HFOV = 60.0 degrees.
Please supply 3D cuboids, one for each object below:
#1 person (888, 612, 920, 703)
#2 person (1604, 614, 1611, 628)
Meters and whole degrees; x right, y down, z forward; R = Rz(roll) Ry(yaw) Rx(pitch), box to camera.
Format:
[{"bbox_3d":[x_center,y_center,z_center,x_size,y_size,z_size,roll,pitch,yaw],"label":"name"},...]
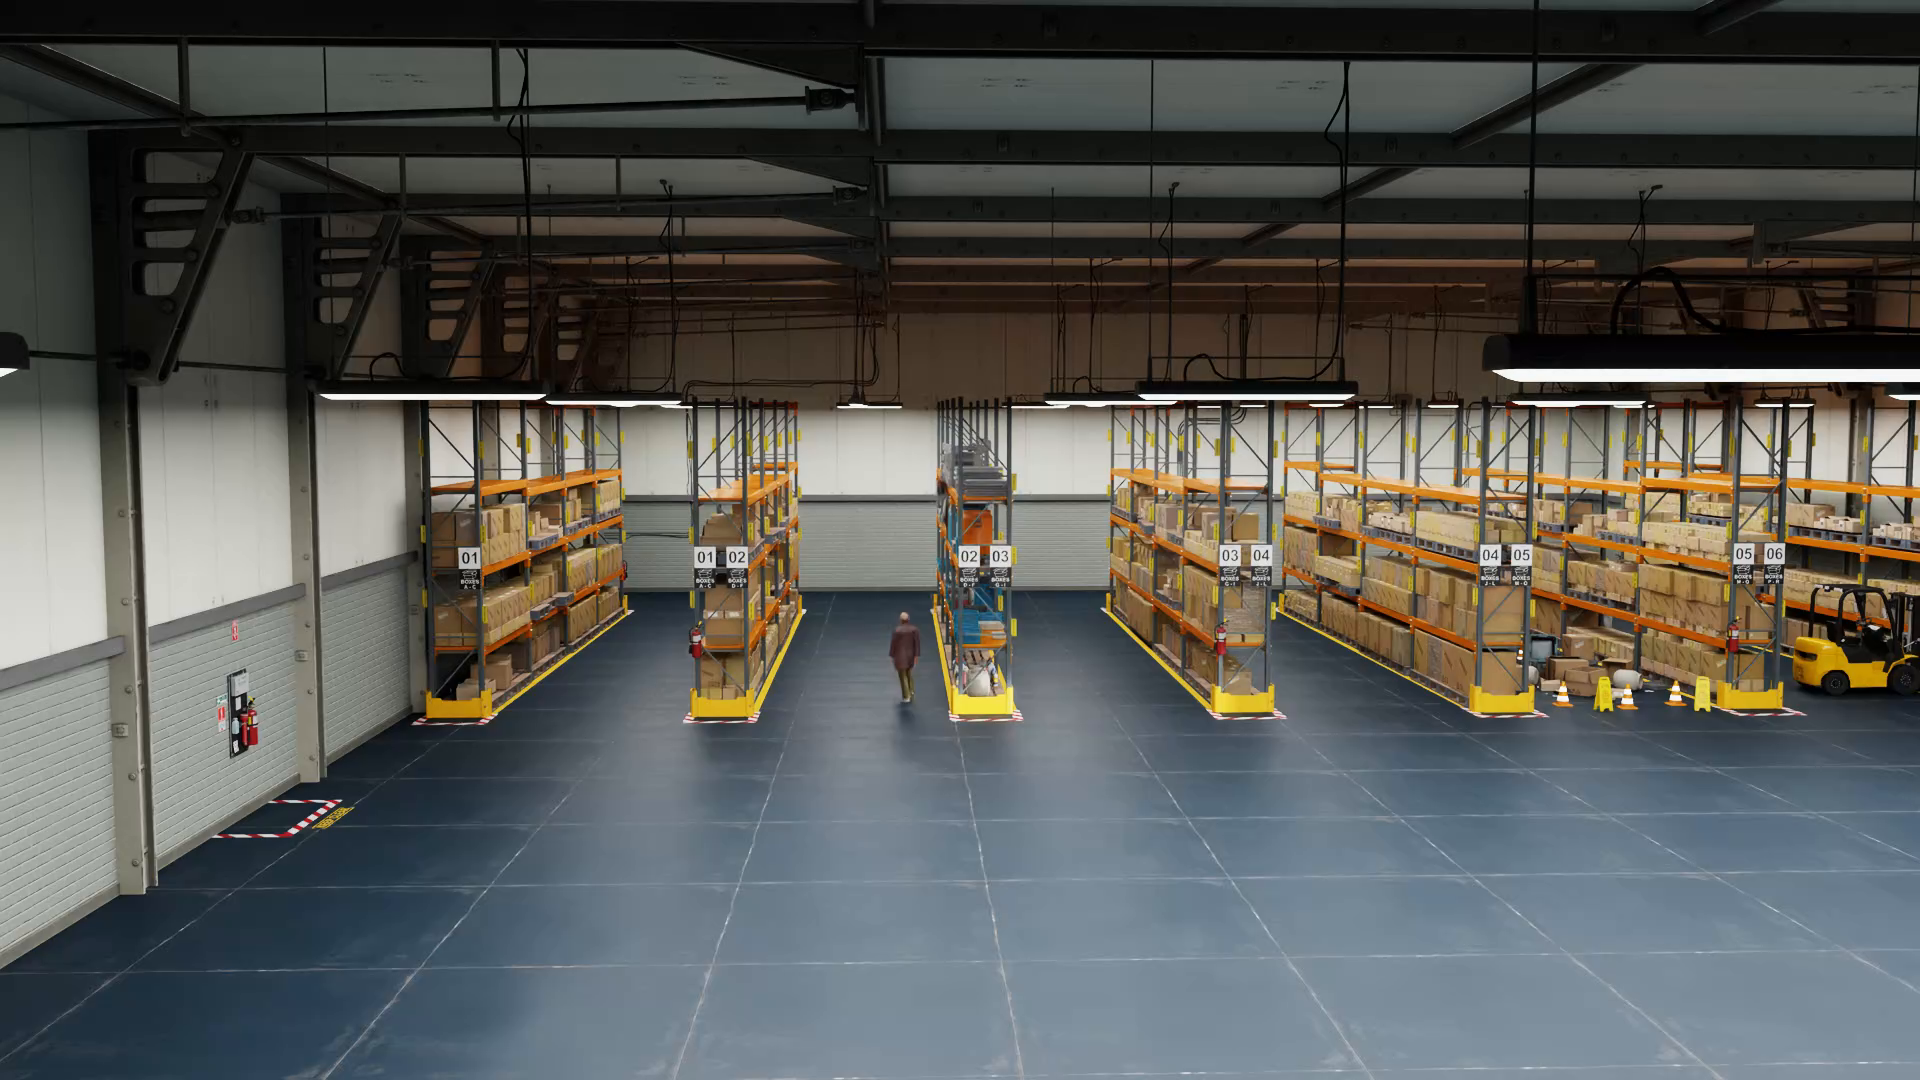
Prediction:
[{"bbox_3d":[-1.108,2.325,32.669,0.571,1.828,0.516,-3,5,-36],"label":"person"},{"bbox_3d":[16.596,1.545,42.680,0.425,1.792,0.618,2,5,24],"label":"person"}]
